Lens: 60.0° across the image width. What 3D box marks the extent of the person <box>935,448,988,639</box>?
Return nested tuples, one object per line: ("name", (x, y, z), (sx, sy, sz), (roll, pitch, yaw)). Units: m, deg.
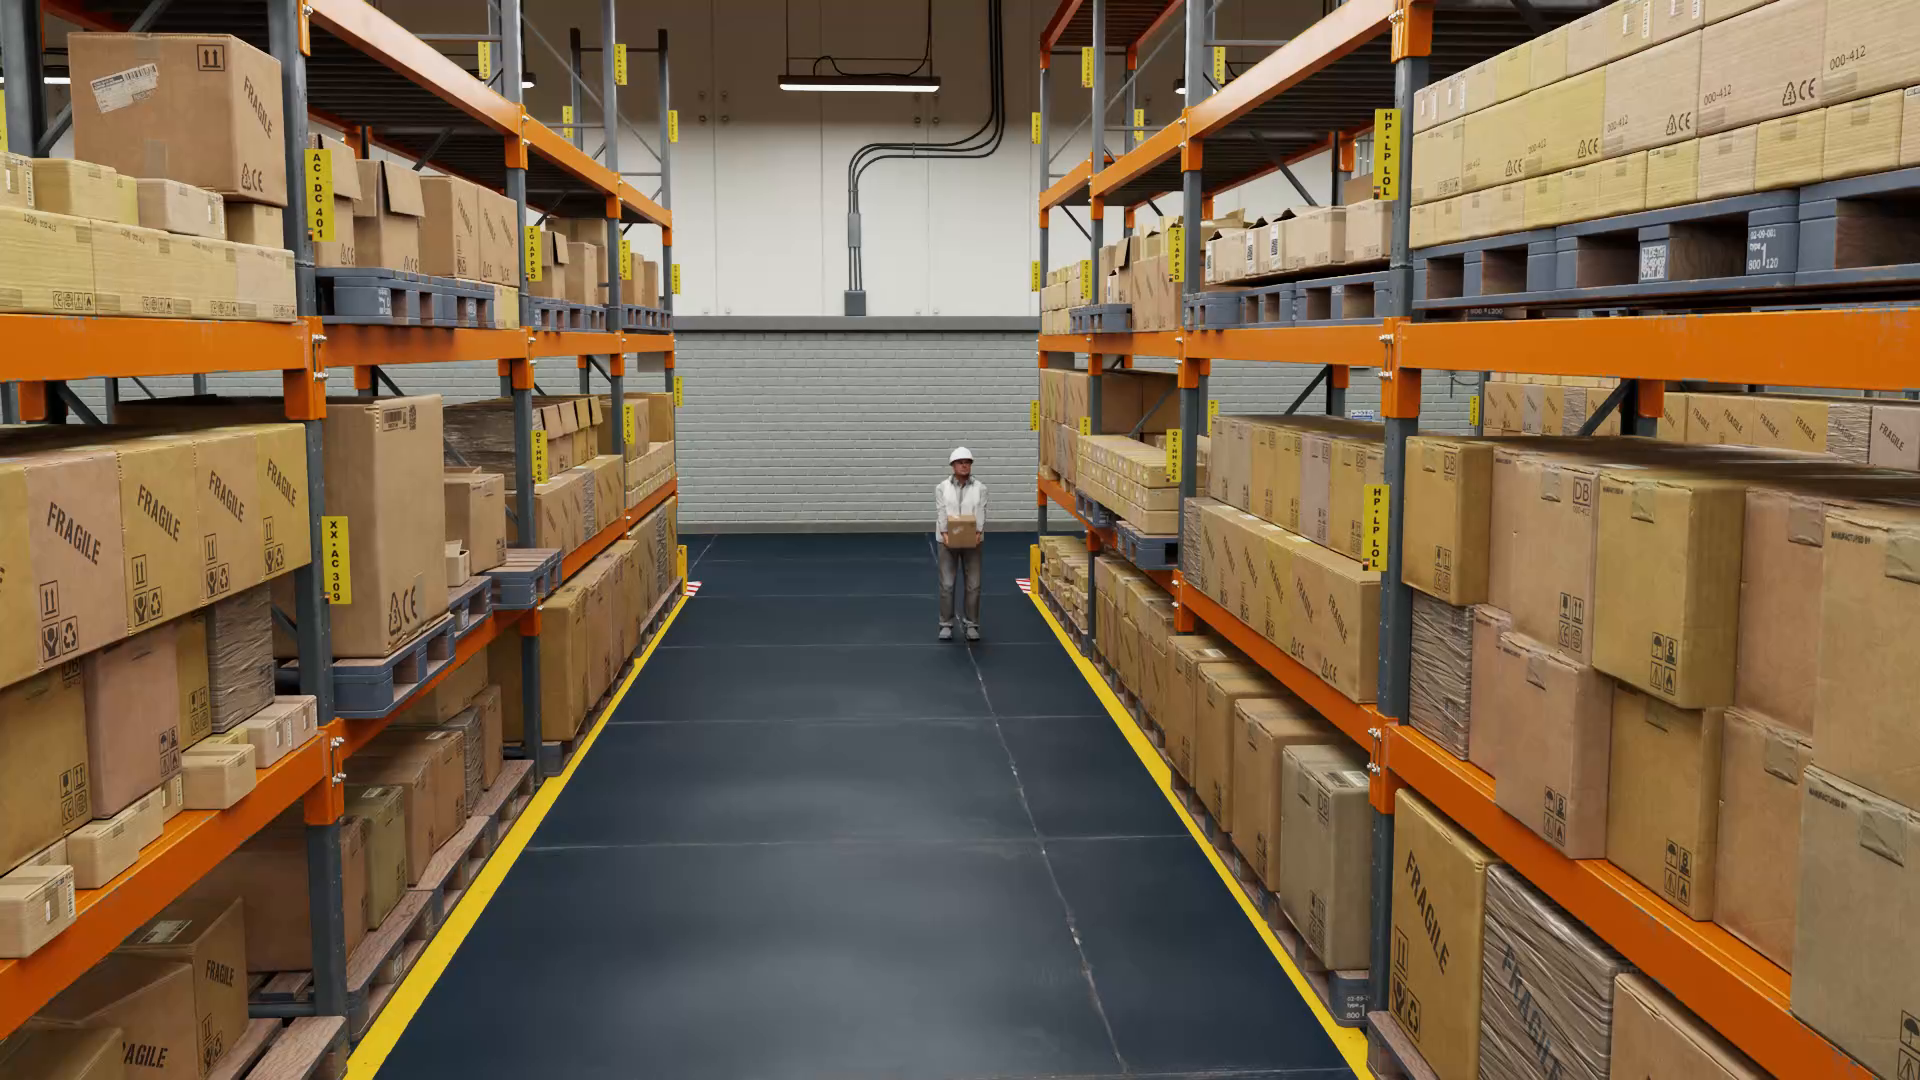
("person", (0.020, 0.038, 15.356), (0.494, 1.762, 0.556), (0, 7, -4))
